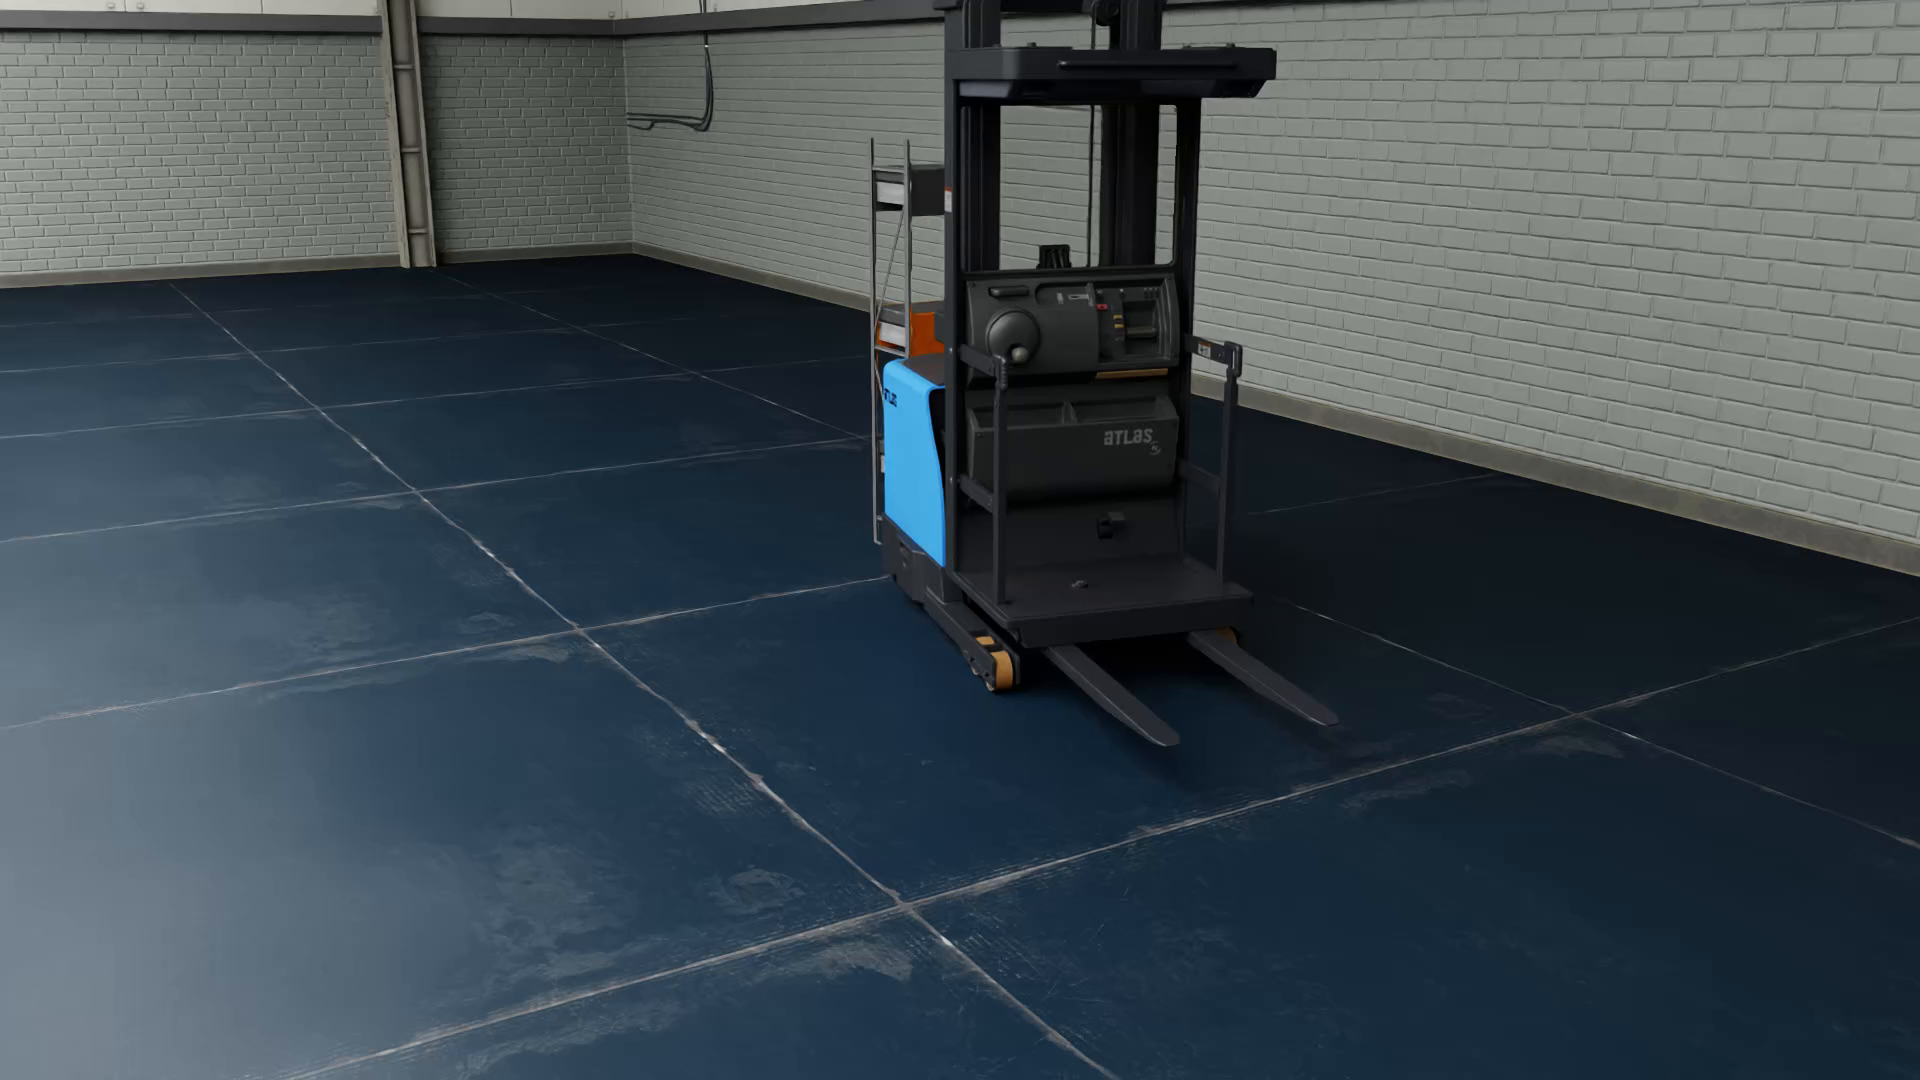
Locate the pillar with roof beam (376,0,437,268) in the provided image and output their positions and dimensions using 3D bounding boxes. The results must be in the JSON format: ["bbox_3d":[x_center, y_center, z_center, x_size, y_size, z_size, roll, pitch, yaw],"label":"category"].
[{"bbox_3d":[-4.813,-6.894,16.831,0.400,9.000,9.100,-9,18,-30],"label":"pillar with roof beam"}]

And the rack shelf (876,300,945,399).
[{"bbox_3d":[-0.142,-0.975,8.548,0.480,0.518,0.431,-9,18,-30],"label":"rack shelf"}]

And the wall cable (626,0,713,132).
[{"bbox_3d":[-3.824,-6.498,21.173,0.112,2.526,3.097,-9,18,-30],"label":"wall cable"}]

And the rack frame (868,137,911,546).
[{"bbox_3d":[-0.351,-0.954,8.423,0.015,2.100,0.400,-9,18,-30],"label":"rack frame"}]

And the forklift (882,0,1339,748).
[{"bbox_3d":[0.546,-0.919,6.756,1.130,2.935,3.031,-5,16,-17],"label":"forklift"}]

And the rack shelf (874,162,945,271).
[{"bbox_3d":[-0.142,-1.649,8.359,0.480,0.518,0.431,-9,18,-30],"label":"rack shelf"}]

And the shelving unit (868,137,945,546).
[{"bbox_3d":[-0.142,-0.988,8.544,0.503,2.100,0.431,-9,18,-30],"label":"shelving unit"}]

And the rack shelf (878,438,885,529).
[{"bbox_3d":[-0.142,-0.301,8.737,0.480,0.518,0.431,-9,18,-30],"label":"rack shelf"}]
